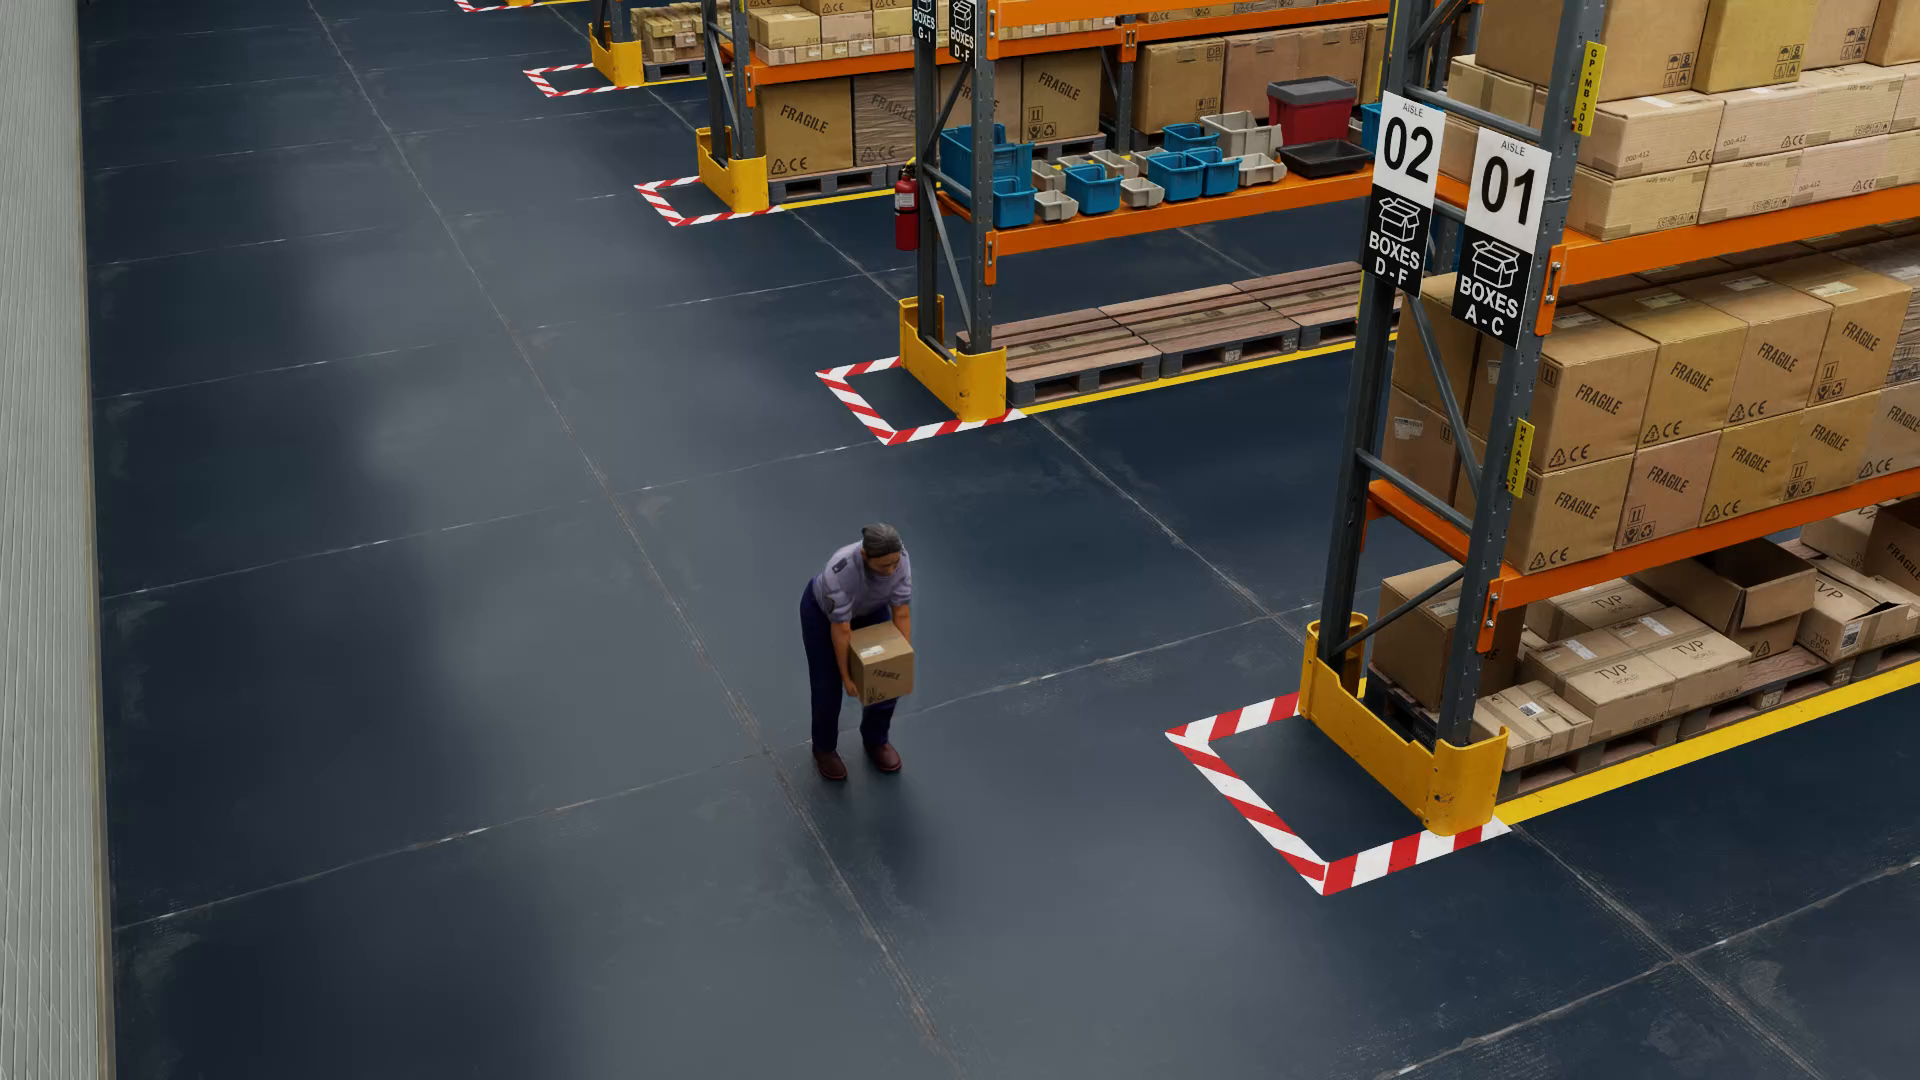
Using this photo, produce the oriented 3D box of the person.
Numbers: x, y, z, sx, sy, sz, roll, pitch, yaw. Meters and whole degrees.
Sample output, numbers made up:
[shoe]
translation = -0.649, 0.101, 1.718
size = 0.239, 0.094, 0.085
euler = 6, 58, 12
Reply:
[person]
translation = -0.471, 0.487, 7.791
size = 0.449, 1.471, 0.684
euler = -14, 32, -23
